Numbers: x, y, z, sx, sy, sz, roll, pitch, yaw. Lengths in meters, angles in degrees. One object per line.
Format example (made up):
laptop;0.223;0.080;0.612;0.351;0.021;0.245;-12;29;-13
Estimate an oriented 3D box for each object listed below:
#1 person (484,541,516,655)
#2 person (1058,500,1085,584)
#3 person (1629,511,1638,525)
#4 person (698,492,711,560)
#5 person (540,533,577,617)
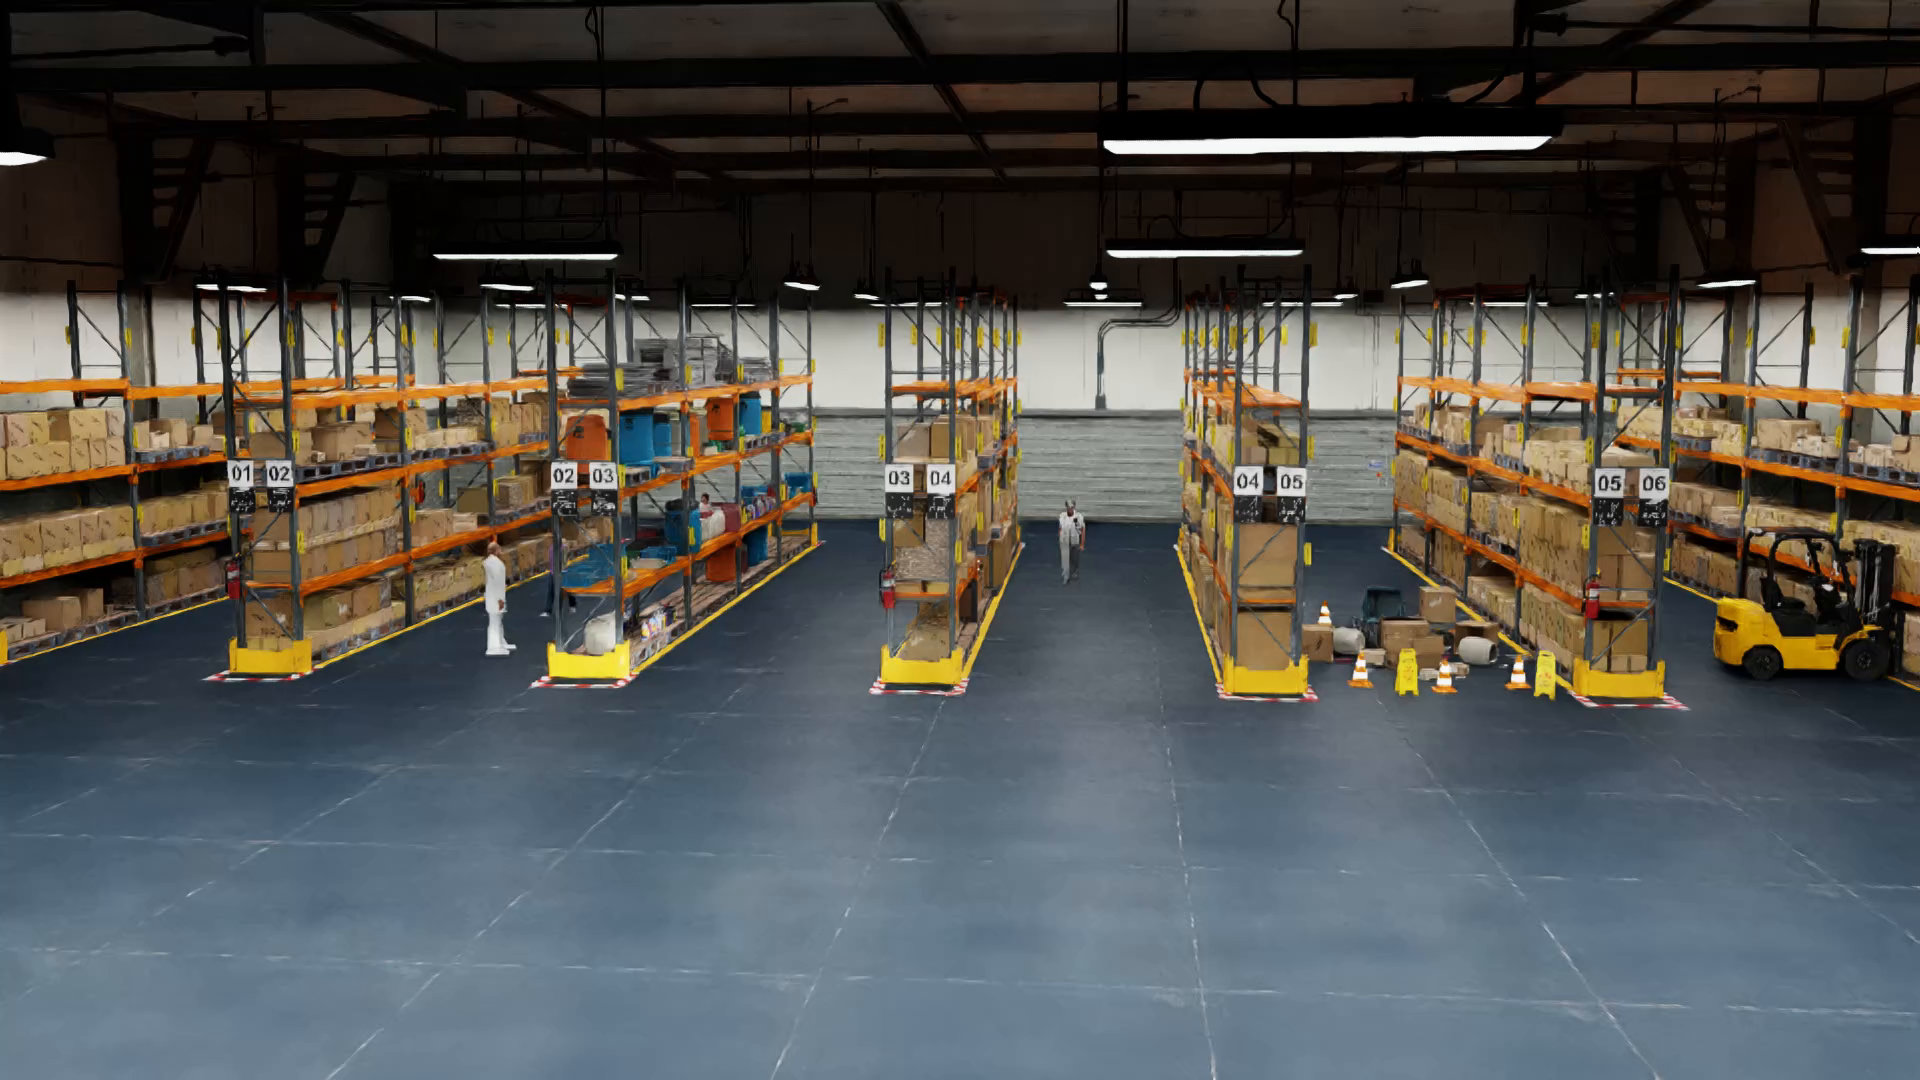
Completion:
person;-7.309;0.906;26.367;0.505;1.788;0.640;-3;8;-25
person;2.285;0.019;34.037;0.557;1.708;1.039;1;7;4
person;16.299;-0.692;39.767;0.544;1.766;0.631;-3;8;-24
person;-5.731;-0.333;37.609;0.416;1.512;1.039;0;7;3
person;-7.219;0.597;29.948;0.408;1.533;0.961;2;7;14
